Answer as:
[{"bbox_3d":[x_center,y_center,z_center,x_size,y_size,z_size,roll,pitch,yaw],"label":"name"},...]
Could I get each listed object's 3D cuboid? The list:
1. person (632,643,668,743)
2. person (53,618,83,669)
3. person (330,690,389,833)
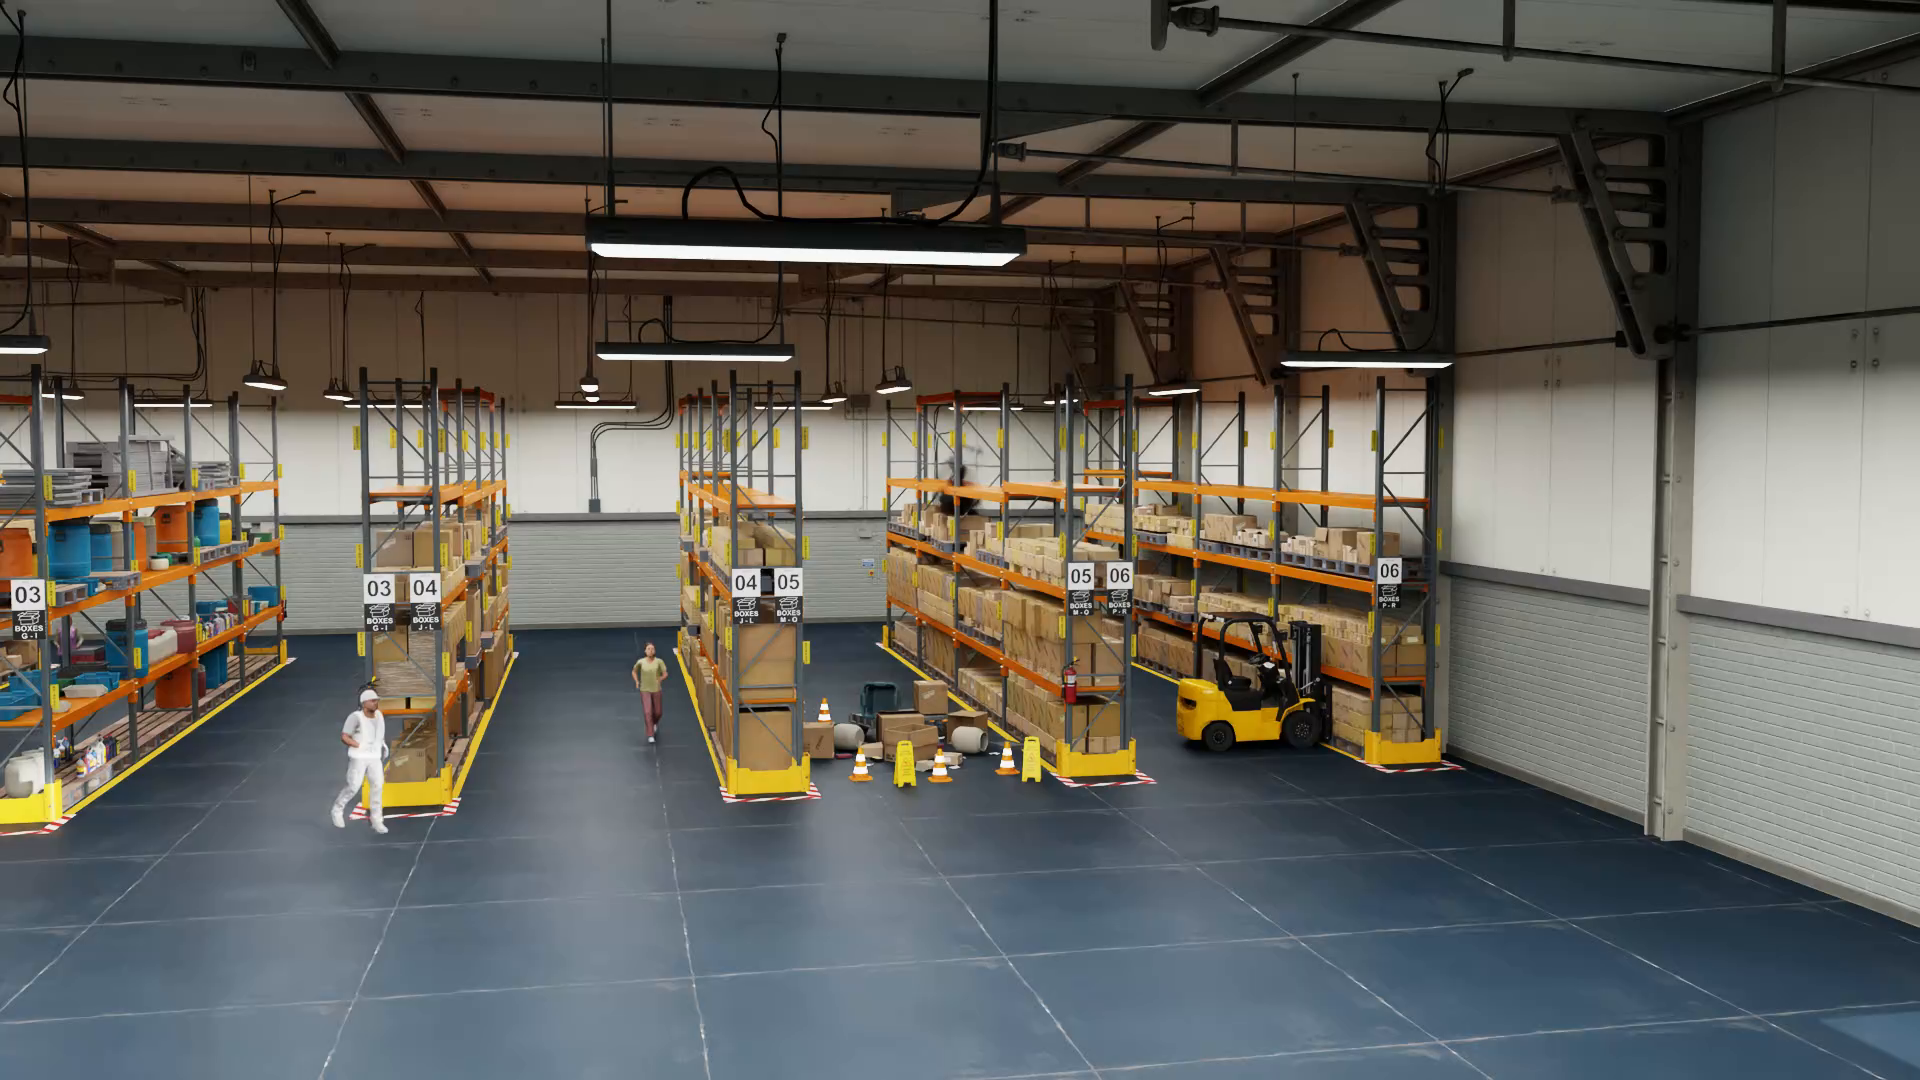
[{"bbox_3d":[-5.180,2.528,27.798,0.589,1.635,0.802,-1,4,-15],"label":"person"},{"bbox_3d":[-17.596,2.264,32.788,0.518,1.558,0.548,-1,4,-21],"label":"person"},{"bbox_3d":[-7.649,2.825,21.434,0.883,1.798,0.734,2,4,30],"label":"person"}]
